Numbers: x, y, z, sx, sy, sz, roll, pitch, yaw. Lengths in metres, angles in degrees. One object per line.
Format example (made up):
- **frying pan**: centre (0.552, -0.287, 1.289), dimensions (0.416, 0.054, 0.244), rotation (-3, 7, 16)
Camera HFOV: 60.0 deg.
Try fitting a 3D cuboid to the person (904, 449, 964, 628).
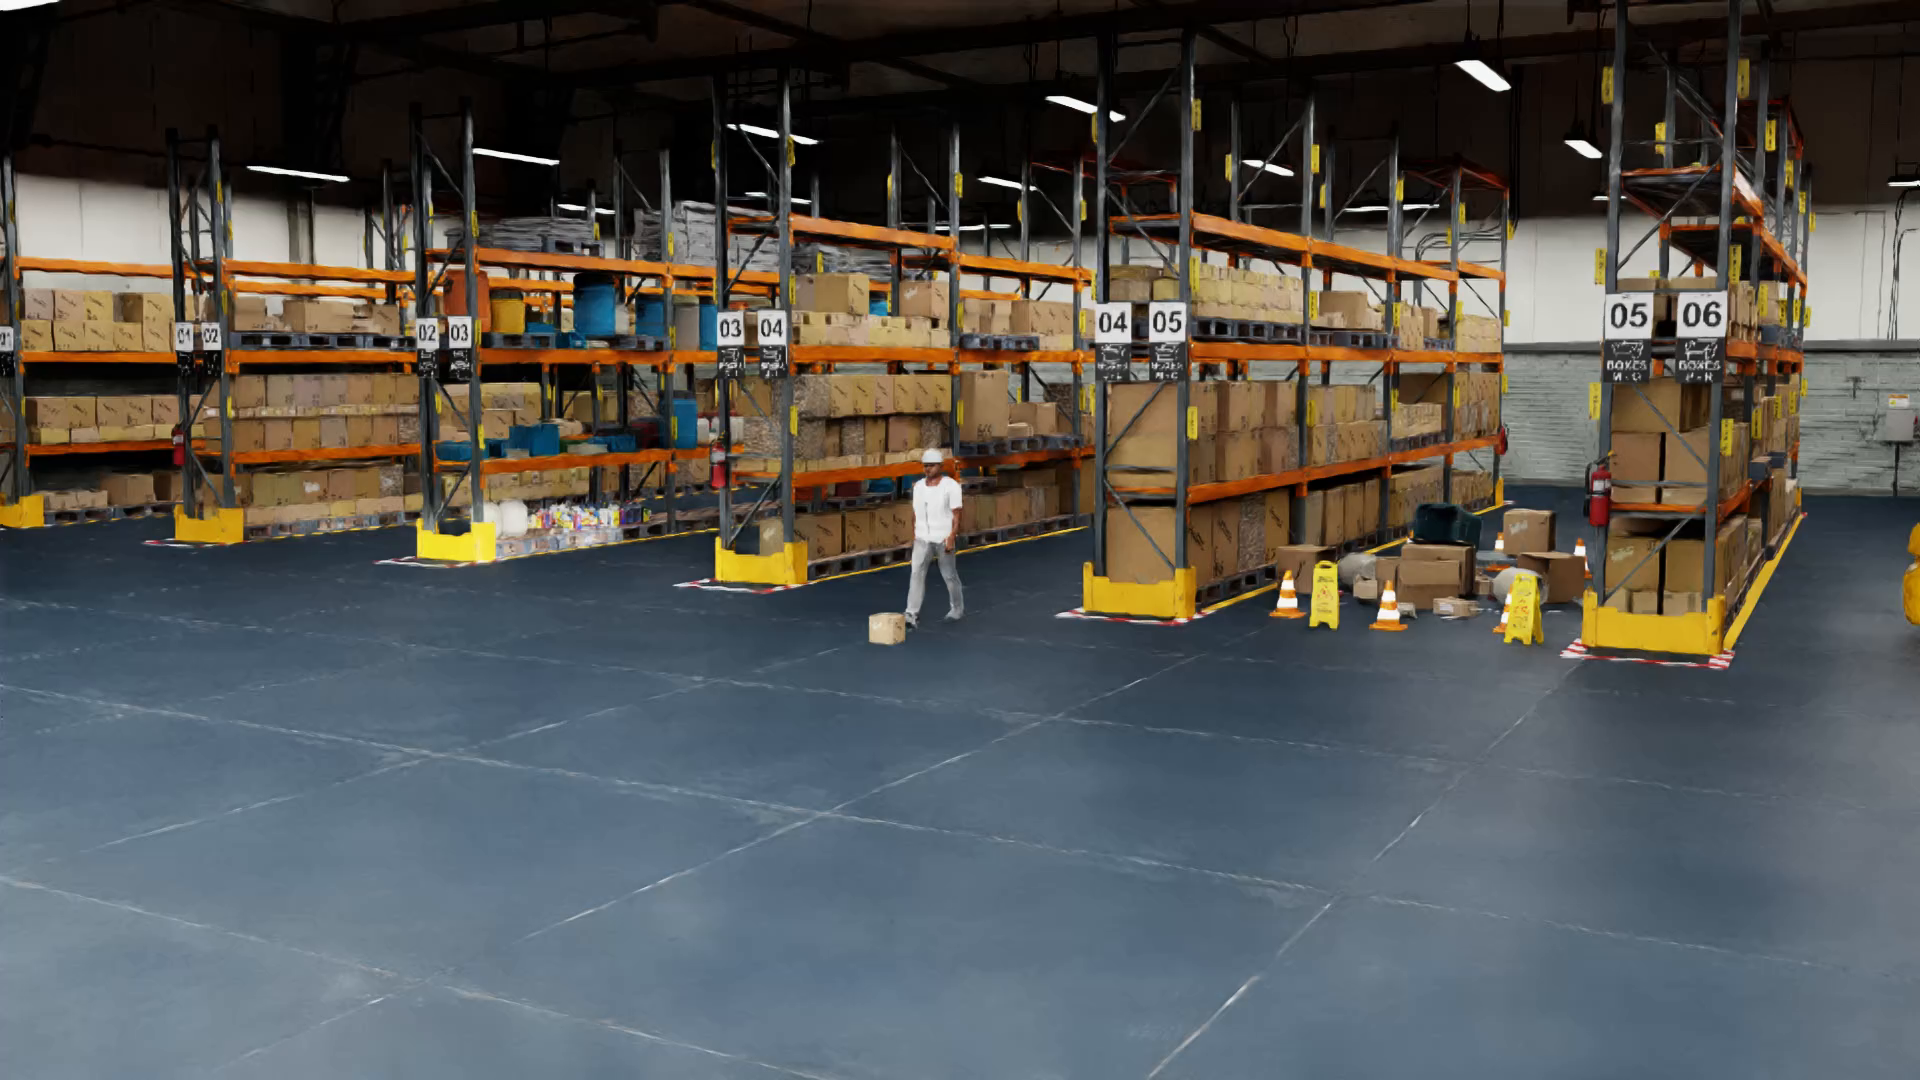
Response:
- **person**: centre (-0.271, -0.022, 16.252), dimensions (0.626, 1.730, 0.999), rotation (3, 7, 27)
